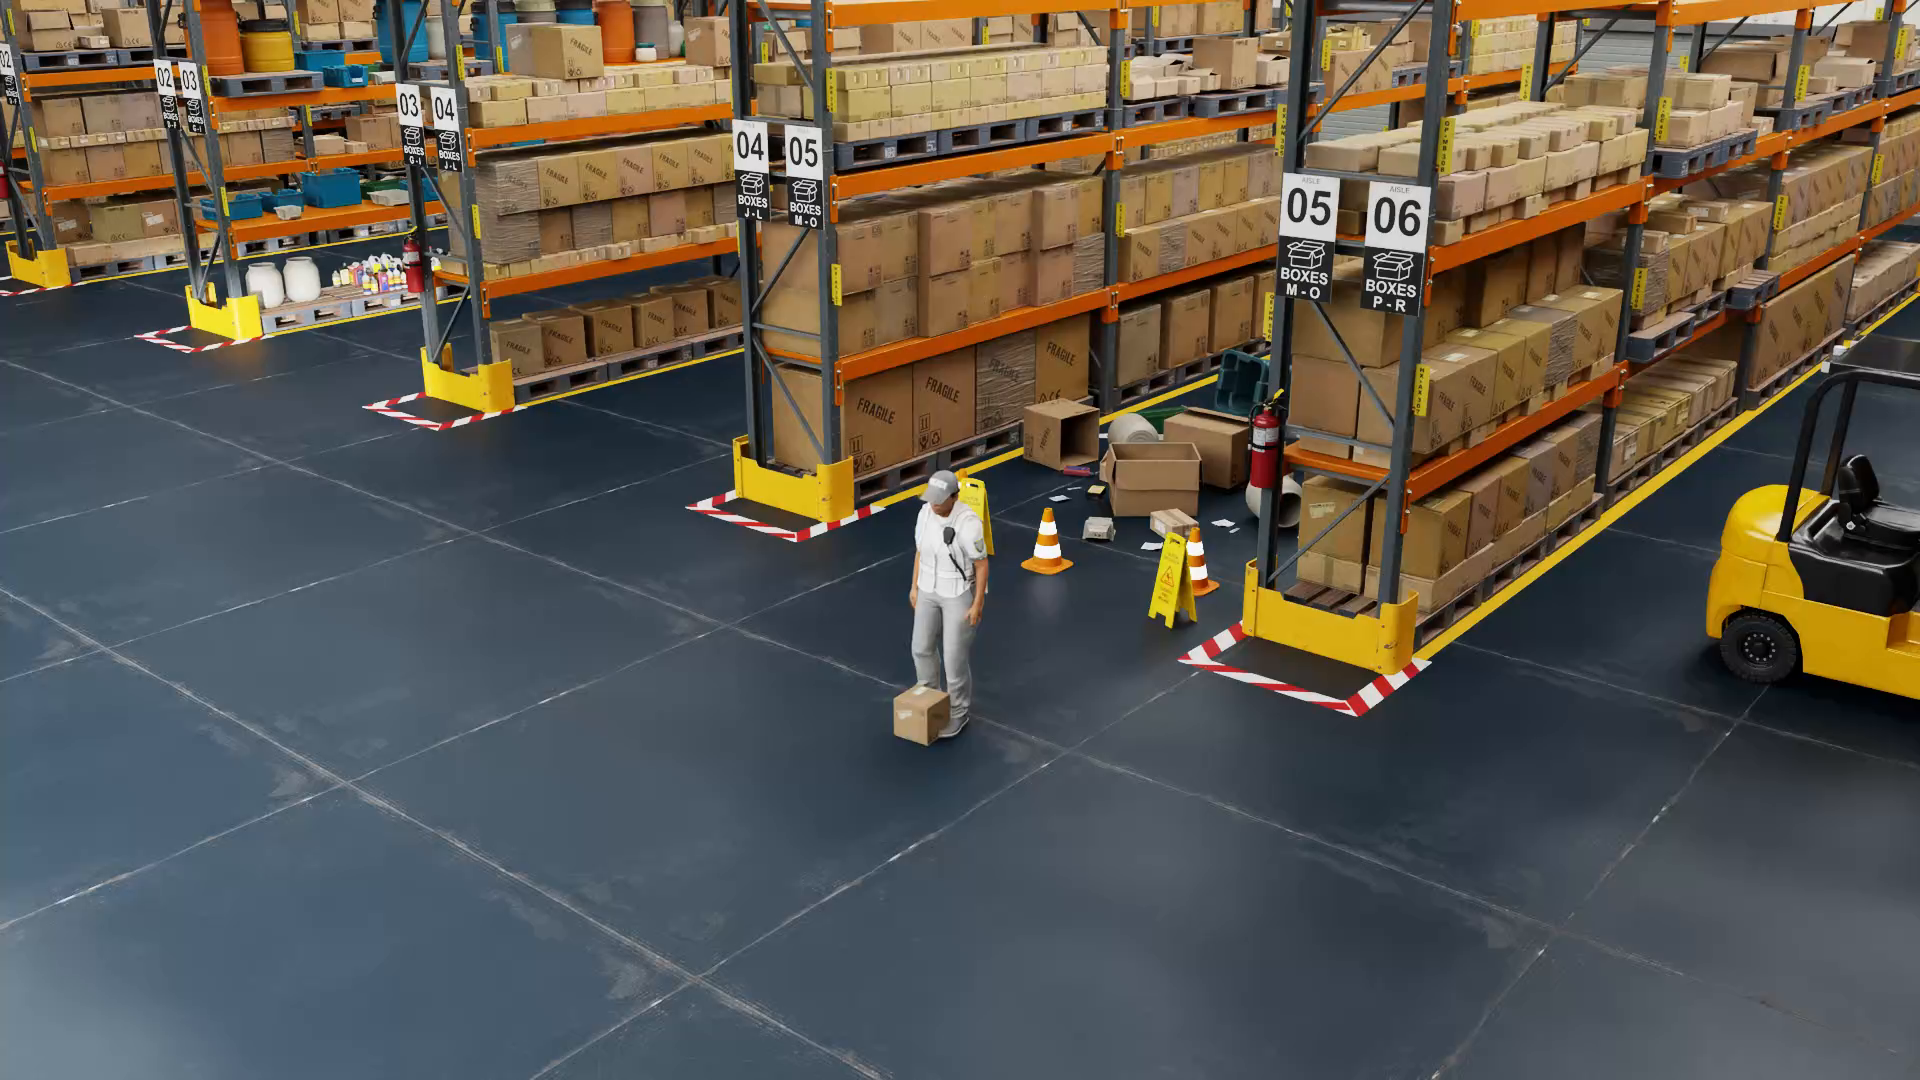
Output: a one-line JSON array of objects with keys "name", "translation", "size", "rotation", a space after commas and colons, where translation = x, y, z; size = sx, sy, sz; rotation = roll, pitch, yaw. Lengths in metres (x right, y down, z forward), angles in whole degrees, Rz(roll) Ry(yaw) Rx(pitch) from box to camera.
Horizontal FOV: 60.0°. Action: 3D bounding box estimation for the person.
[{"name": "person", "translation": [-0.095, 0.351, 10.122], "size": [0.554, 1.665, 0.468], "rotation": [14, 25, 34]}]
